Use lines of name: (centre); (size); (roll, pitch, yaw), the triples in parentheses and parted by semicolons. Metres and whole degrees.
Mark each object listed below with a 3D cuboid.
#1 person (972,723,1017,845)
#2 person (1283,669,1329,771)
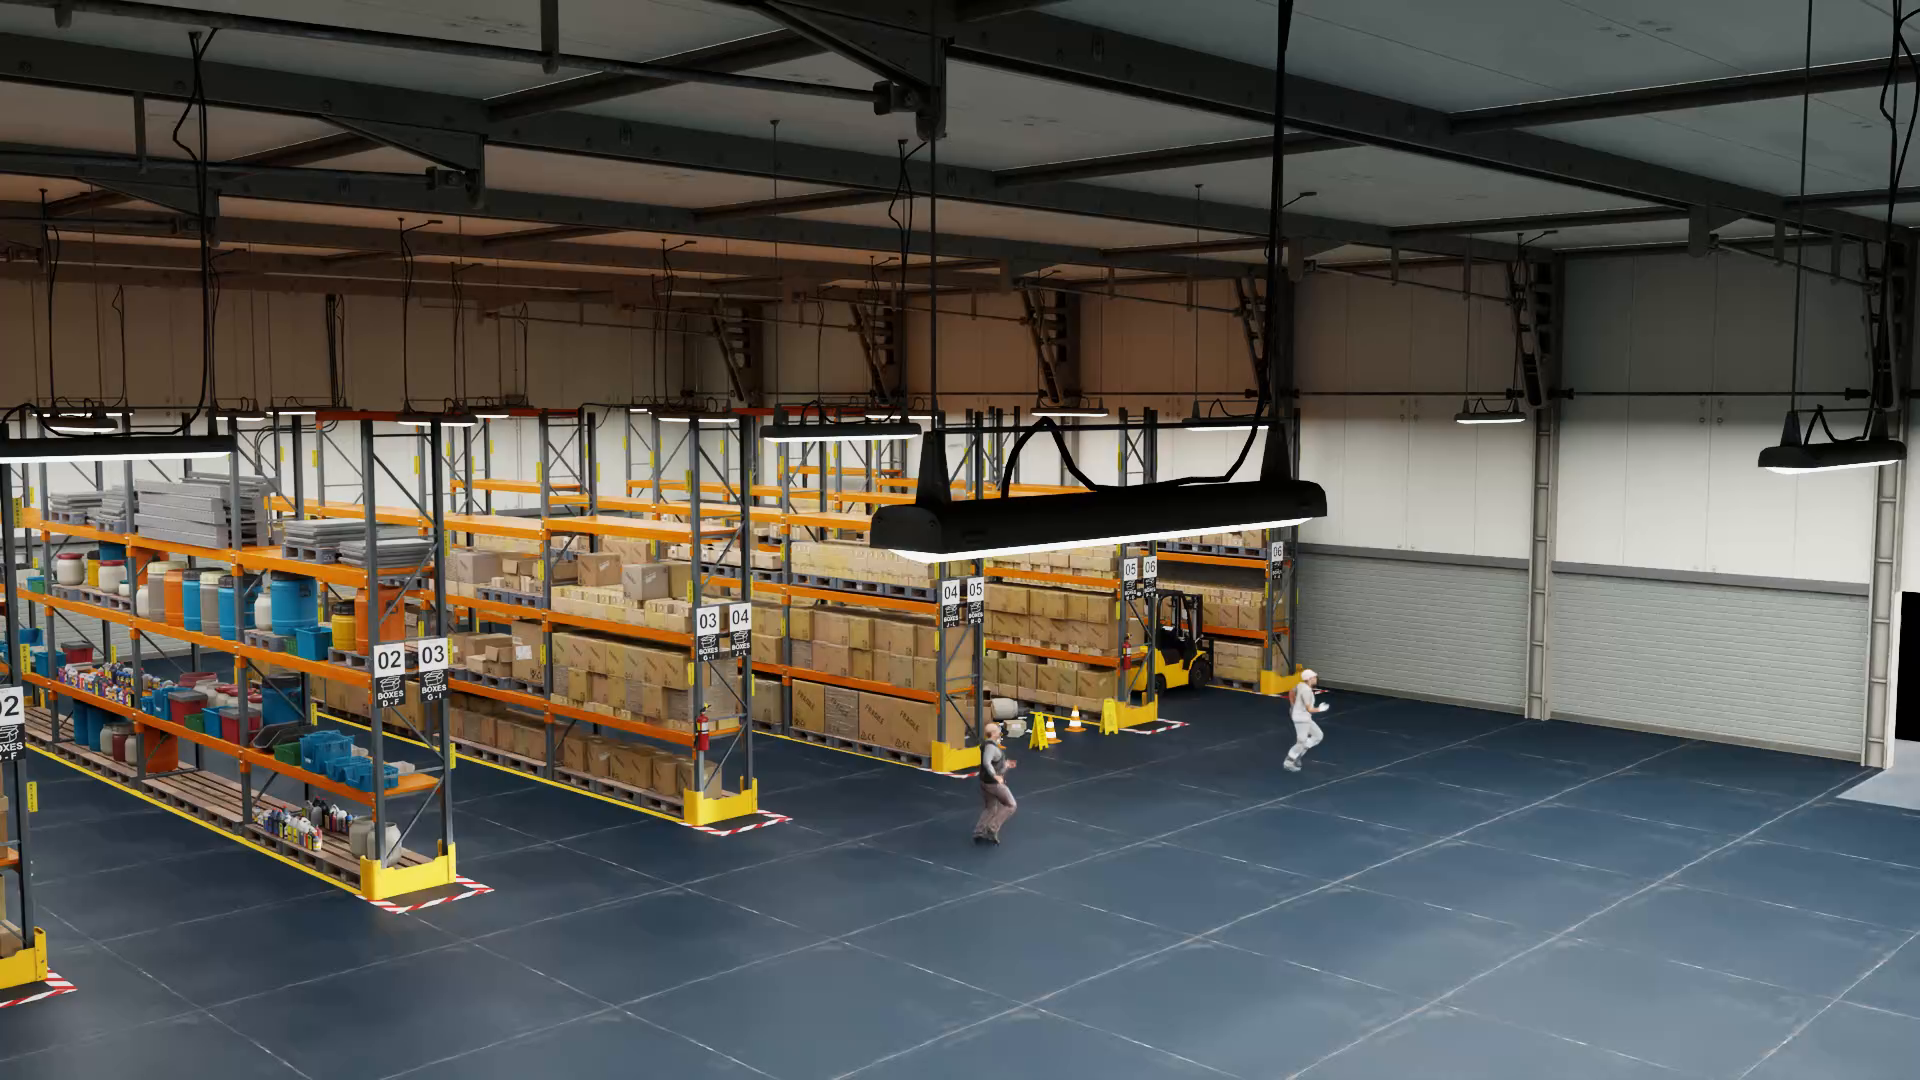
person: (0.501, 3.415, 23.328); (0.675, 1.702, 0.634); (-2, 5, -17)
person: (5.764, 2.999, 27.675); (0.726, 1.726, 0.704); (1, 5, 9)
